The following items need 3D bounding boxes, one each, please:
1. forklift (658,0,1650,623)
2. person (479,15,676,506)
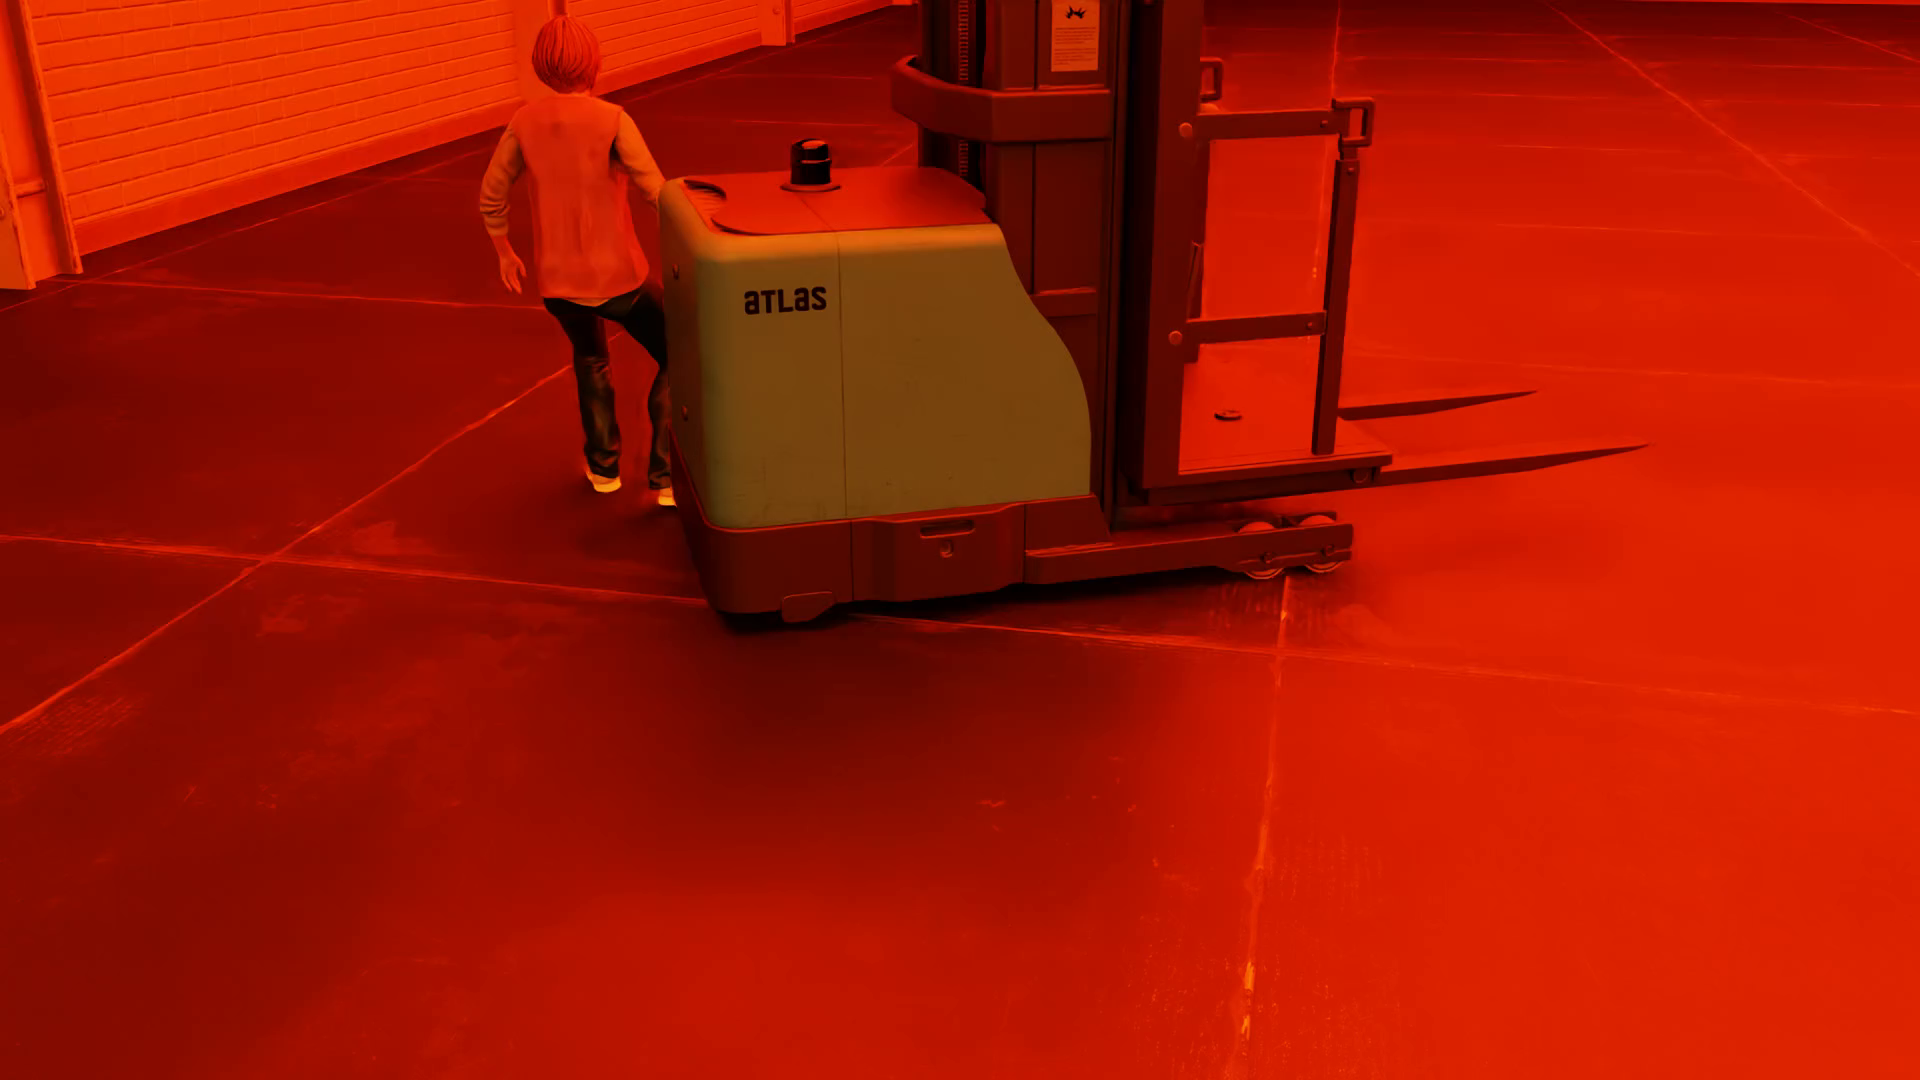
[{"bbox_3d":[0.660,-1.427,4.766,3.031,2.935,1.130,-6,23,-14],"label":"forklift"},{"bbox_3d":[-1.098,-0.840,5.207,0.693,1.545,0.454,6,23,15],"label":"person"}]
